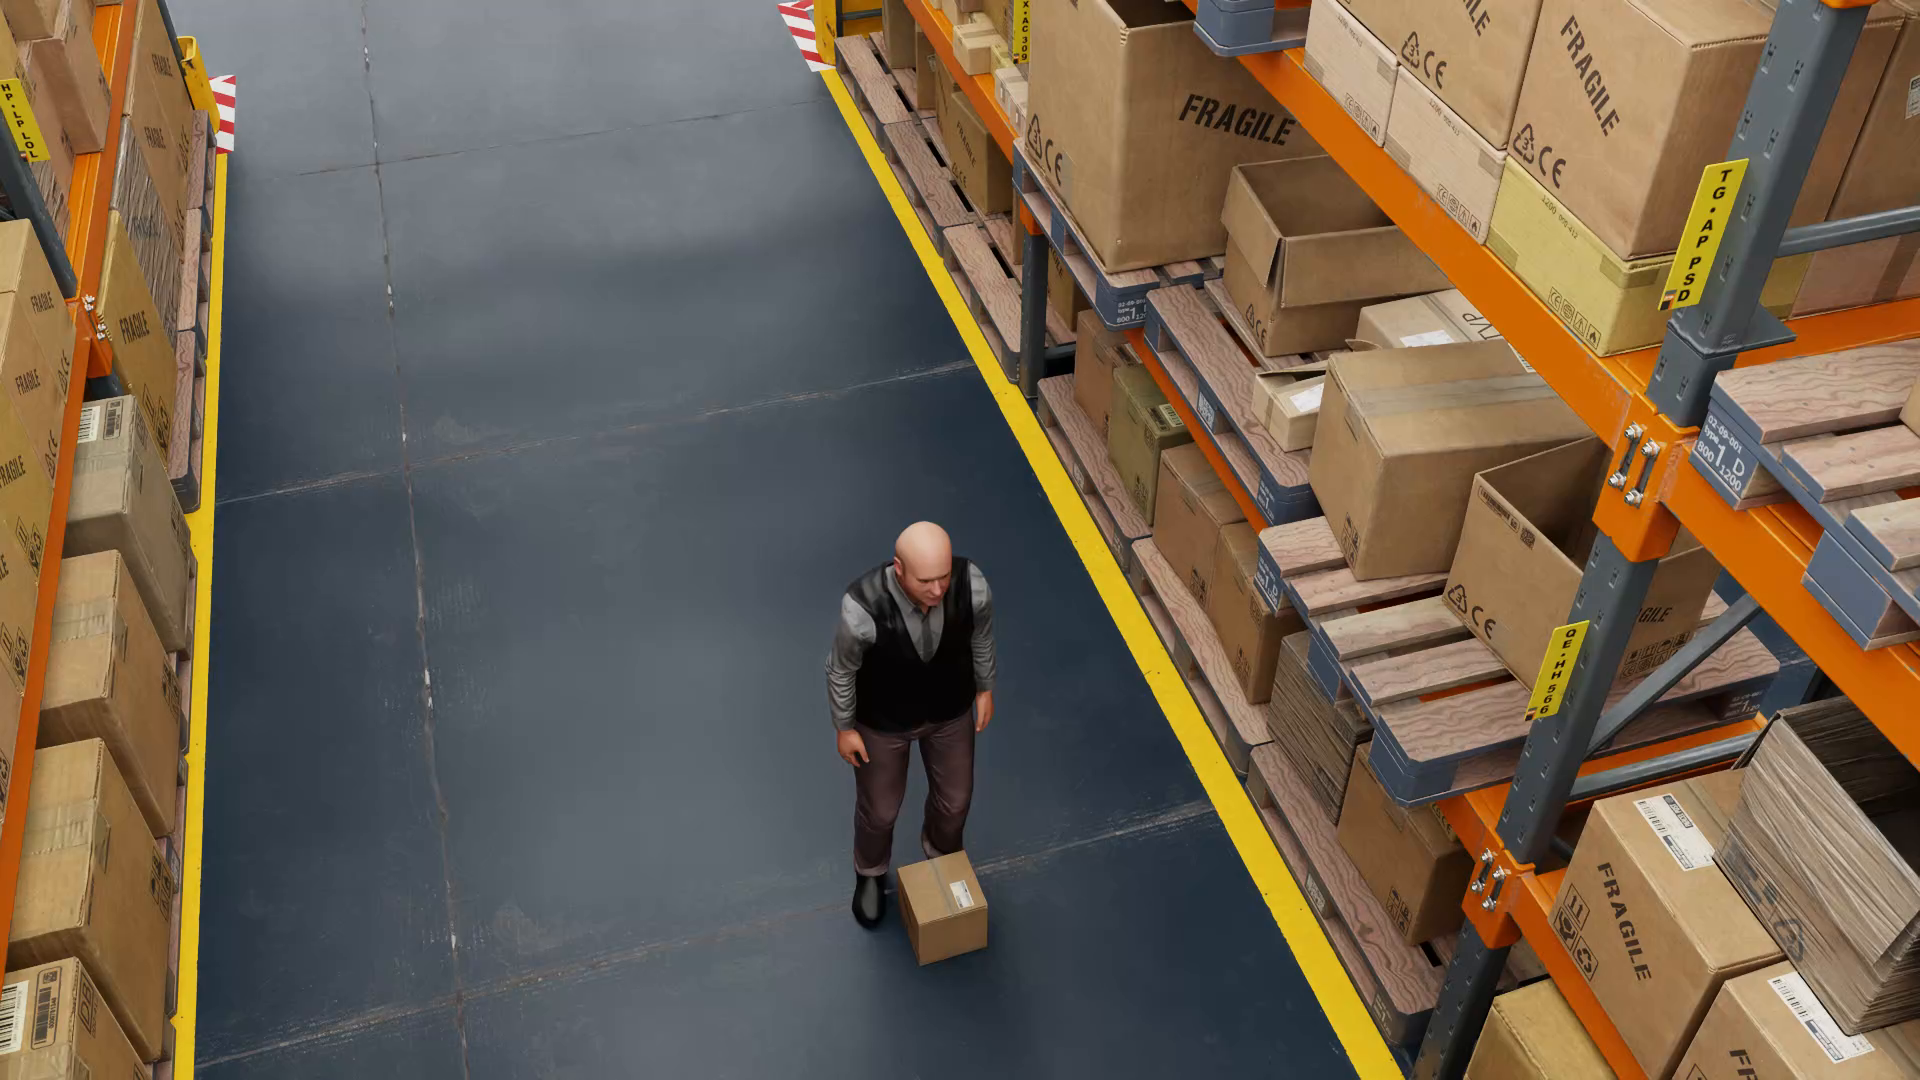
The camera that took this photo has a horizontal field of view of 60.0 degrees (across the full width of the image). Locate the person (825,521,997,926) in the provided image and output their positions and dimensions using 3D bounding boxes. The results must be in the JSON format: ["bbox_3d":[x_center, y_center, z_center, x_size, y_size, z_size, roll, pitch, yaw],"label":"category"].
[{"bbox_3d":[-0.144,0.582,5.532,0.579,1.719,0.475,-14,44,-15],"label":"person"}]
